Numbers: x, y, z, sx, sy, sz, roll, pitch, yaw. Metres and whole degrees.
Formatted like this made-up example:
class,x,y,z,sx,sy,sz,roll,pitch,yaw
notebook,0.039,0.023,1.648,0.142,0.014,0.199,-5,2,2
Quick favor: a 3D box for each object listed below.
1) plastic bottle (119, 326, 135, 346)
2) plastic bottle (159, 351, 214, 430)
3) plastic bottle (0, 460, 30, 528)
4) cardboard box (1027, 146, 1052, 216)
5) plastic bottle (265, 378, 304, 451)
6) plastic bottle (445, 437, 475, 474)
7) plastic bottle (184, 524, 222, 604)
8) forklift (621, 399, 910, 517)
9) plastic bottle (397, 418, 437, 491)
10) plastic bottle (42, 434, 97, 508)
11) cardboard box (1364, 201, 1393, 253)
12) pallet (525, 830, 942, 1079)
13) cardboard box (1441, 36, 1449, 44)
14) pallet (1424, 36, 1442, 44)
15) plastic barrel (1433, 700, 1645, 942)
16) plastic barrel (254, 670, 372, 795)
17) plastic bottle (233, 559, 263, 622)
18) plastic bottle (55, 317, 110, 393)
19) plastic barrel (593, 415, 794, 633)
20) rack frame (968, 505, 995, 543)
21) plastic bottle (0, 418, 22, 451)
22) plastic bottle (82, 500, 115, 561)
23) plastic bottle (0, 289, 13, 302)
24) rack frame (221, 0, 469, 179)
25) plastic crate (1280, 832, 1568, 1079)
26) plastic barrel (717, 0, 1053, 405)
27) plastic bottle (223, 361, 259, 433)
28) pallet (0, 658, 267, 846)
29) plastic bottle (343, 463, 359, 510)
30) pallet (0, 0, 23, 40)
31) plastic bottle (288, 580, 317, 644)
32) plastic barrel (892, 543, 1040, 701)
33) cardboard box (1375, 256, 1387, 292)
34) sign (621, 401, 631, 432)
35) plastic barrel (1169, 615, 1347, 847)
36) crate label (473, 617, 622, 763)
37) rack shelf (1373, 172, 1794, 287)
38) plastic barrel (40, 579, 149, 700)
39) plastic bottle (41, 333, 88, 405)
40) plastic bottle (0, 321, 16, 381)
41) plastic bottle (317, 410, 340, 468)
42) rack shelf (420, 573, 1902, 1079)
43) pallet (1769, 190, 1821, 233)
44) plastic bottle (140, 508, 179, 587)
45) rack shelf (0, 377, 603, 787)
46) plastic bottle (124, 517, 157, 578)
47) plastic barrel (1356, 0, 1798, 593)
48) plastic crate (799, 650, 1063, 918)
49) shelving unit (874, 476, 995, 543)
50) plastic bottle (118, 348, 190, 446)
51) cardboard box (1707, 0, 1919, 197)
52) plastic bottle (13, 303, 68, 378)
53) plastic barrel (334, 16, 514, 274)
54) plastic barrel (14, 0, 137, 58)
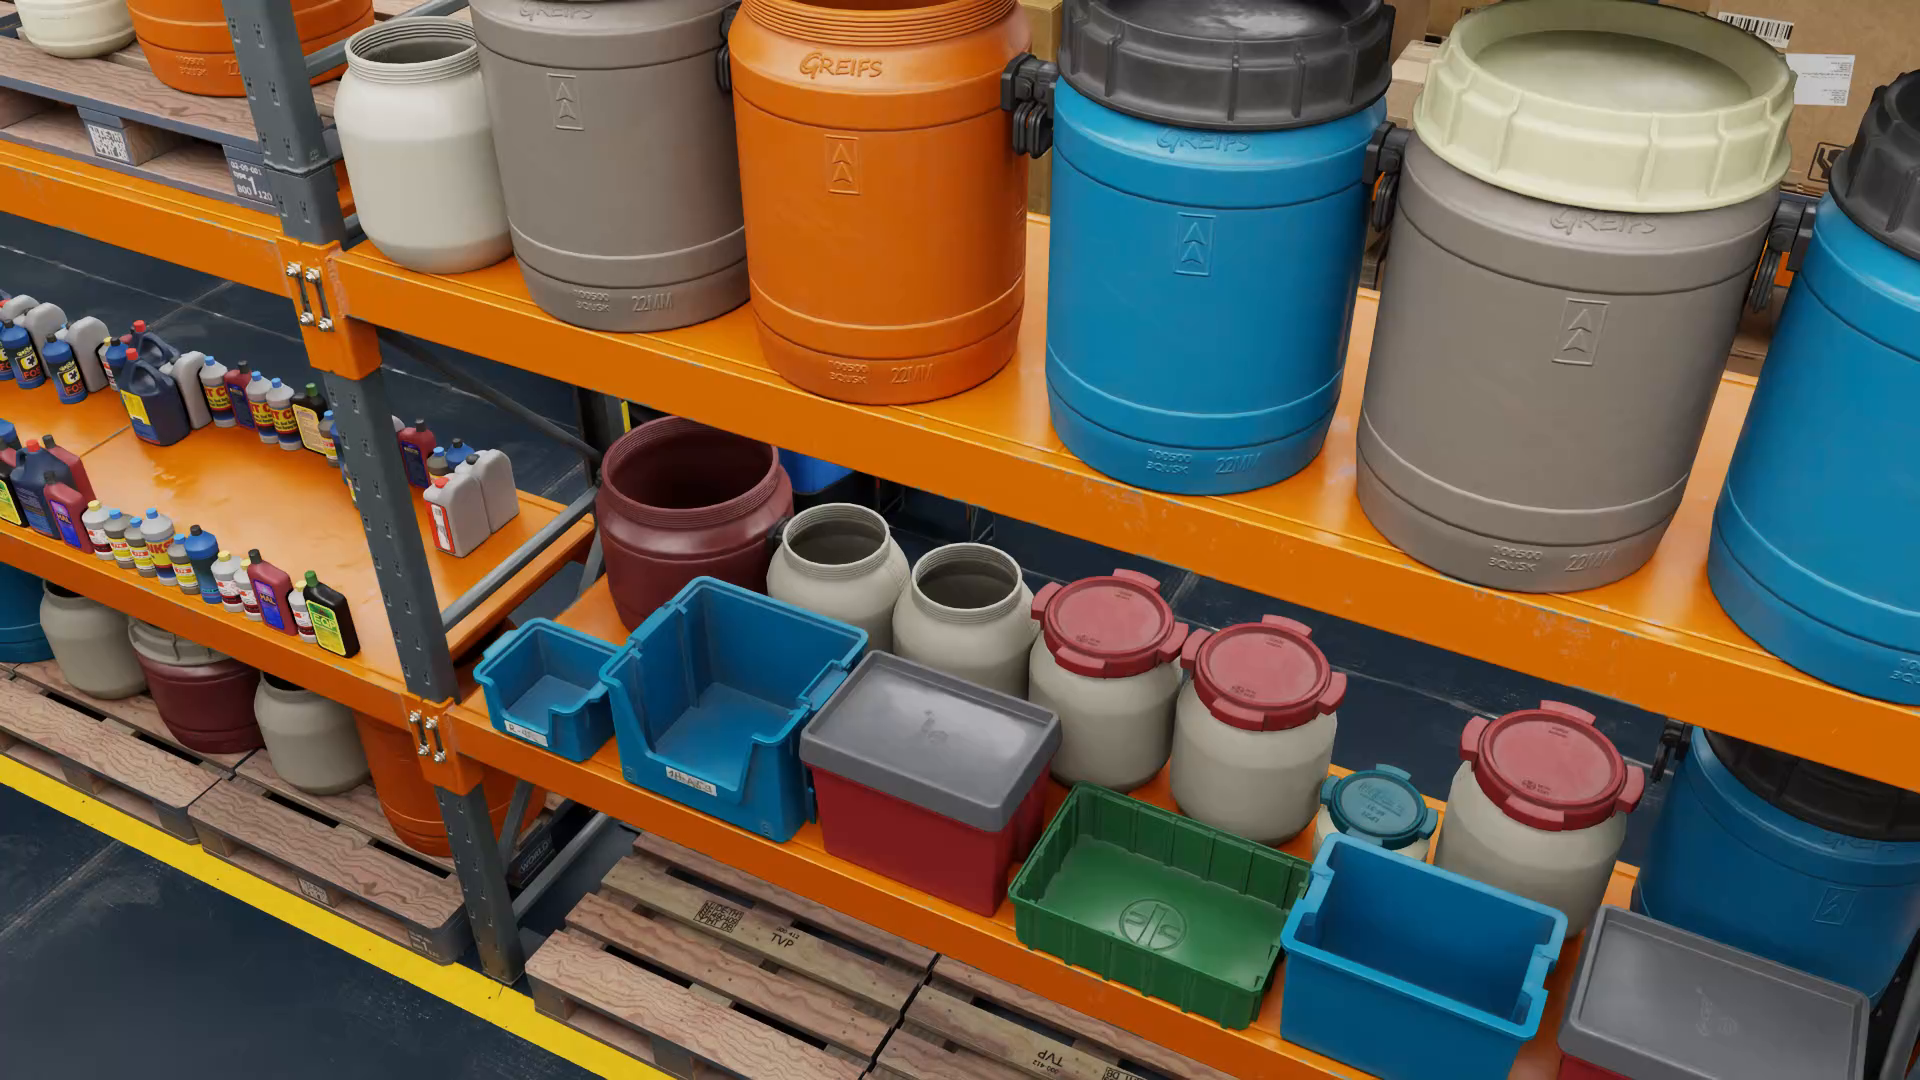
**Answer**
class,x,y,z,sx,sy,sz,roll,pitch,yaw
plastic bottle,-3.096,-0.686,6.269,0.133,0.283,0.061,17,41,21
plastic bottle,-2.834,-0.569,6.122,0.135,0.276,0.152,17,41,21
plastic bottle,-3.220,-0.183,5.606,0.133,0.283,0.061,17,41,21
cardboard box,0.307,-2.123,9.475,0.875,0.875,1.225,16,40,19
plastic bottle,-2.427,-0.459,5.980,0.097,0.271,0.097,0,37,0
plastic bottle,-1.693,-0.229,5.677,0.097,0.271,0.097,0,37,0
plastic bottle,-2.394,0.068,5.286,0.097,0.271,0.097,0,37,0
forklift,-1.361,-1.981,7.936,1.130,2.935,3.031,-30,46,-33
plastic bottle,-1.874,-0.303,5.764,0.133,0.283,0.061,17,41,21
plastic bottle,-3.035,-0.223,5.659,0.133,0.283,0.061,17,41,21
cardboard box,1.995,-1.765,8.677,0.500,0.250,0.500,22,42,26
pallet,-0.697,1.408,5.721,1.213,0.211,1.003,17,41,21
cardboard box,2.516,-2.394,8.186,0.258,0.266,0.396,16,40,20
pallet,3.947,-3.863,12.665,1.213,0.211,1.003,17,41,21
plastic barrel,1.436,0.735,4.189,0.433,0.535,0.433,0,37,0
plastic barrel,-2.352,0.648,6.125,0.421,0.512,0.421,0,37,0
plastic bottle,-2.222,0.150,5.235,0.097,0.201,0.097,0,37,0
plastic bottle,-3.323,-0.722,6.323,0.135,0.276,0.152,17,41,21
plastic barrel,-0.816,-0.027,5.192,0.708,0.536,0.600,17,41,21
rack frame,0.101,-0.429,7.323,0.015,1.200,0.240,18,41,22
plastic bottle,-3.326,-0.321,5.799,0.097,0.271,0.097,0,37,0
plastic bottle,-2.827,-0.039,5.485,0.097,0.201,0.097,0,37,0
plastic bottle,-3.788,-0.901,6.496,0.185,0.351,0.144,17,41,21
rack frame,-1.367,-2.329,3.375,0.127,3.000,1.000,17,41,21
plastic crate,1.062,1.039,3.913,0.575,0.384,0.392,17,41,21
plastic barrel,-0.157,-0.778,3.459,0.708,0.830,0.600,17,41,21
plastic bottle,-2.608,-0.533,6.067,0.133,0.283,0.061,17,41,21
pallet,-3.166,0.635,6.739,1.213,0.211,1.003,17,41,21
plastic bottle,-2.054,-0.211,5.711,0.097,0.201,0.097,0,37,0
pallet,-3.170,-1.692,5.173,1.213,0.211,1.003,17,41,21
plastic bottle,-2.017,0.214,5.151,0.097,0.201,0.097,0,37,0
plastic barrel,0.019,0.305,4.775,0.421,0.512,0.421,0,37,0
cardboard box,2.520,-1.301,8.687,0.500,0.500,0.700,21,42,25
sign,-1.120,-0.302,5.532,0.005,0.325,0.100,17,41,21
plastic barrel,0.785,0.531,4.457,0.433,0.535,0.433,0,37,0
crate label,-1.165,0.446,4.820,0.416,0.233,0.303,17,41,21
rack shelf,2.687,-1.756,8.177,4.000,0.370,1.077,17,41,21
plastic barrel,-3.355,0.334,6.539,0.421,0.512,0.421,0,37,0
plastic bottle,-3.364,-0.648,6.230,0.097,0.271,0.097,0,37,0
plastic bottle,-3.689,-0.750,6.364,0.097,0.271,0.097,0,37,0
plastic bottle,-2.222,-0.367,5.917,0.097,0.201,0.097,0,37,0
rack shelf,0.409,0.903,4.674,4.000,0.370,1.077,17,41,21
pallet,3.851,-1.701,7.668,1.213,0.211,1.003,17,41,21
plastic bottle,-2.567,0.014,5.357,0.097,0.271,0.097,0,37,0
rack shelf,-3.143,-0.209,6.139,4.000,0.370,1.077,17,41,21
plastic bottle,-2.654,0.015,5.414,0.097,0.201,0.097,0,37,0
plastic barrel,1.053,-0.428,2.938,0.600,0.901,0.600,0,37,0
plastic crate,-0.073,0.649,4.362,0.583,0.464,0.402,17,41,21
shelving unit,-0.114,-0.499,7.415,0.503,1.200,0.258,18,41,22
plastic bottle,-2.925,-0.527,6.004,0.185,0.351,0.144,17,41,21
cardboard box,3.821,-2.189,7.309,1.000,1.000,1.000,18,41,22
plastic bottle,-3.529,-0.787,6.408,0.135,0.276,0.152,17,41,21
plastic barrel,-1.232,-0.928,3.918,0.421,0.512,0.421,0,37,0
plastic barrel,-2.387,-1.466,4.486,0.301,0.262,0.301,0,37,0
